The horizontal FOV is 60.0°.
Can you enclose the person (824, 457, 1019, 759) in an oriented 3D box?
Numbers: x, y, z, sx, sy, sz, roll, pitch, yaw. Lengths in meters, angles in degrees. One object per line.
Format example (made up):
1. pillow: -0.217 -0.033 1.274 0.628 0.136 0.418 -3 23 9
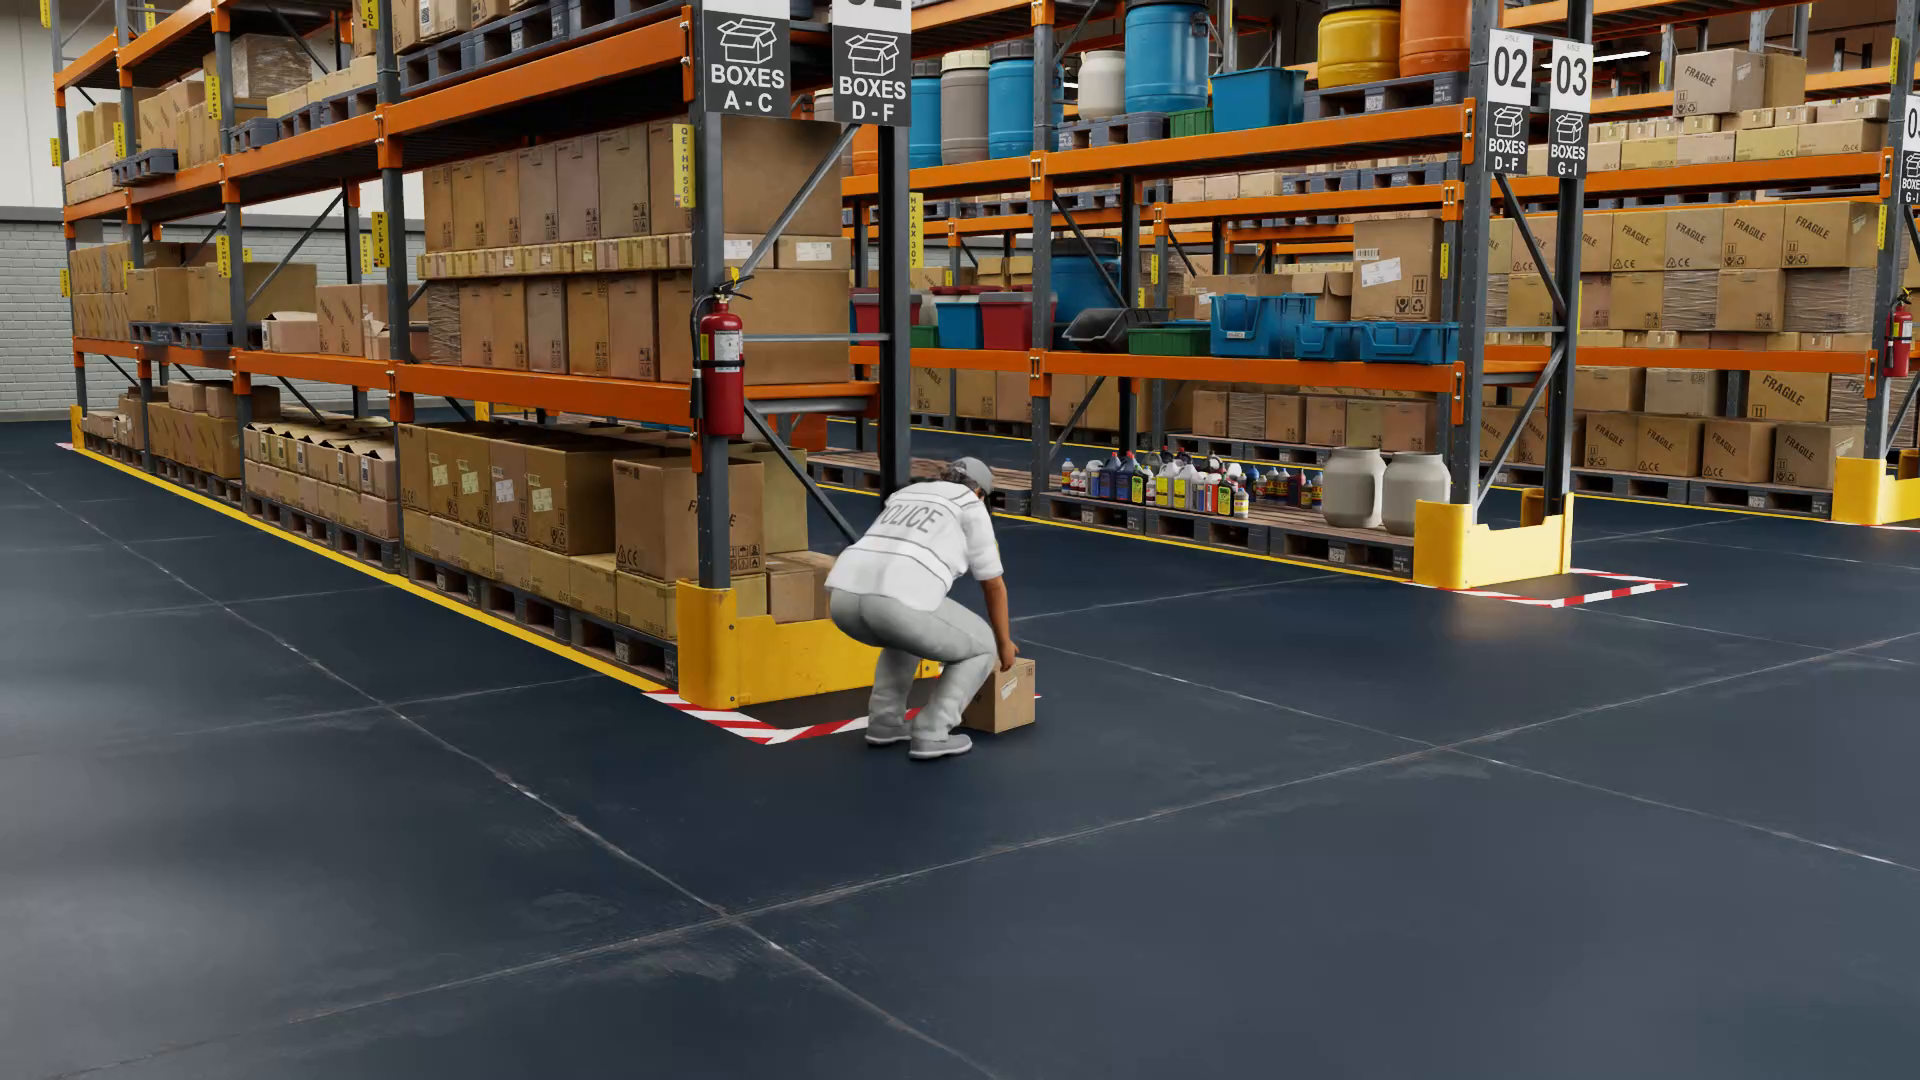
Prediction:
1. person: -0.141 0.244 6.245 0.536 1.067 0.837 7 10 40
